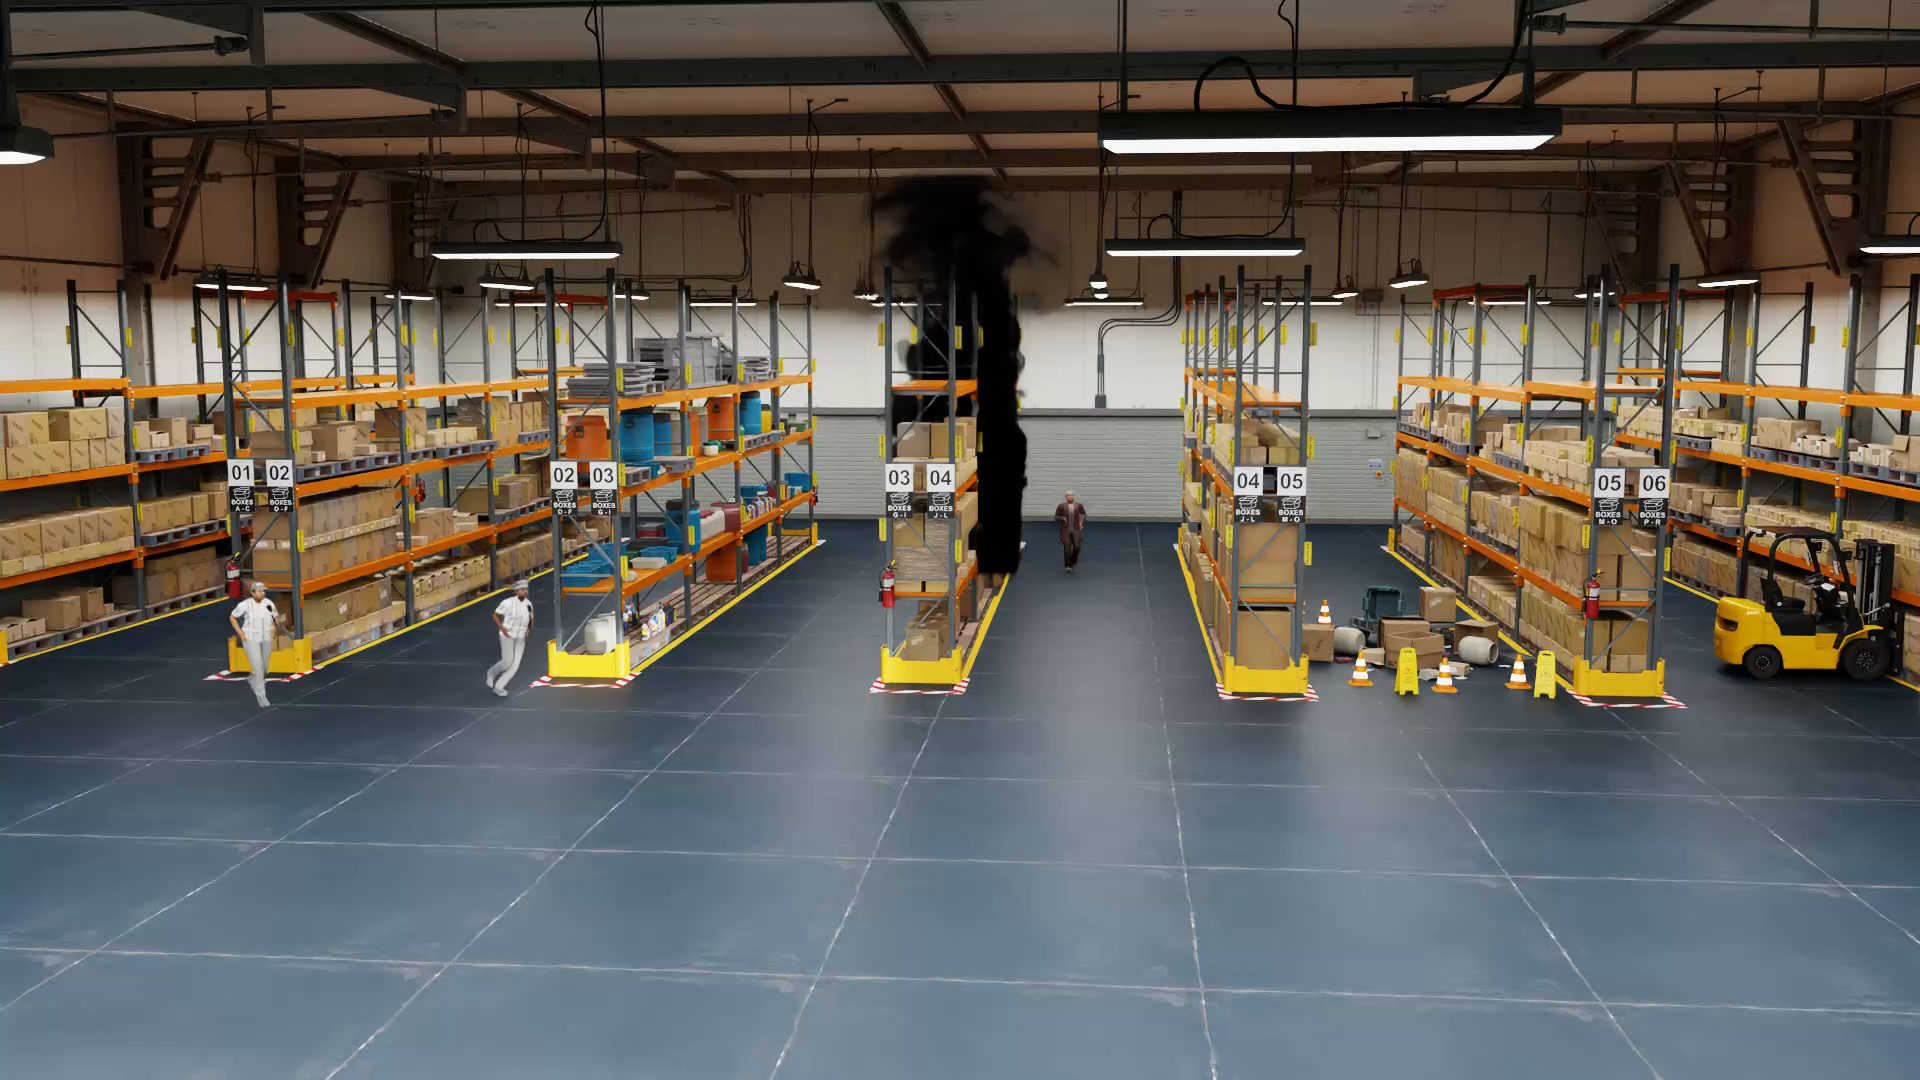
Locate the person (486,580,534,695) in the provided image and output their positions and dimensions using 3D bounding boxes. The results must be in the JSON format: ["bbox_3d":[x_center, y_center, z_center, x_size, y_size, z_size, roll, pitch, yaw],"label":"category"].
[{"bbox_3d":[-6.323,1.357,23.506,0.650,1.611,0.566,-6,9,-42],"label":"person"}]

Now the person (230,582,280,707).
[{"bbox_3d":[-9.692,1.414,22.974,0.905,1.690,0.624,6,9,42],"label":"person"}]

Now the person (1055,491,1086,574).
[{"bbox_3d":[2.364,-0.119,35.368,0.691,1.696,0.694,0,7,-3],"label":"person"}]
